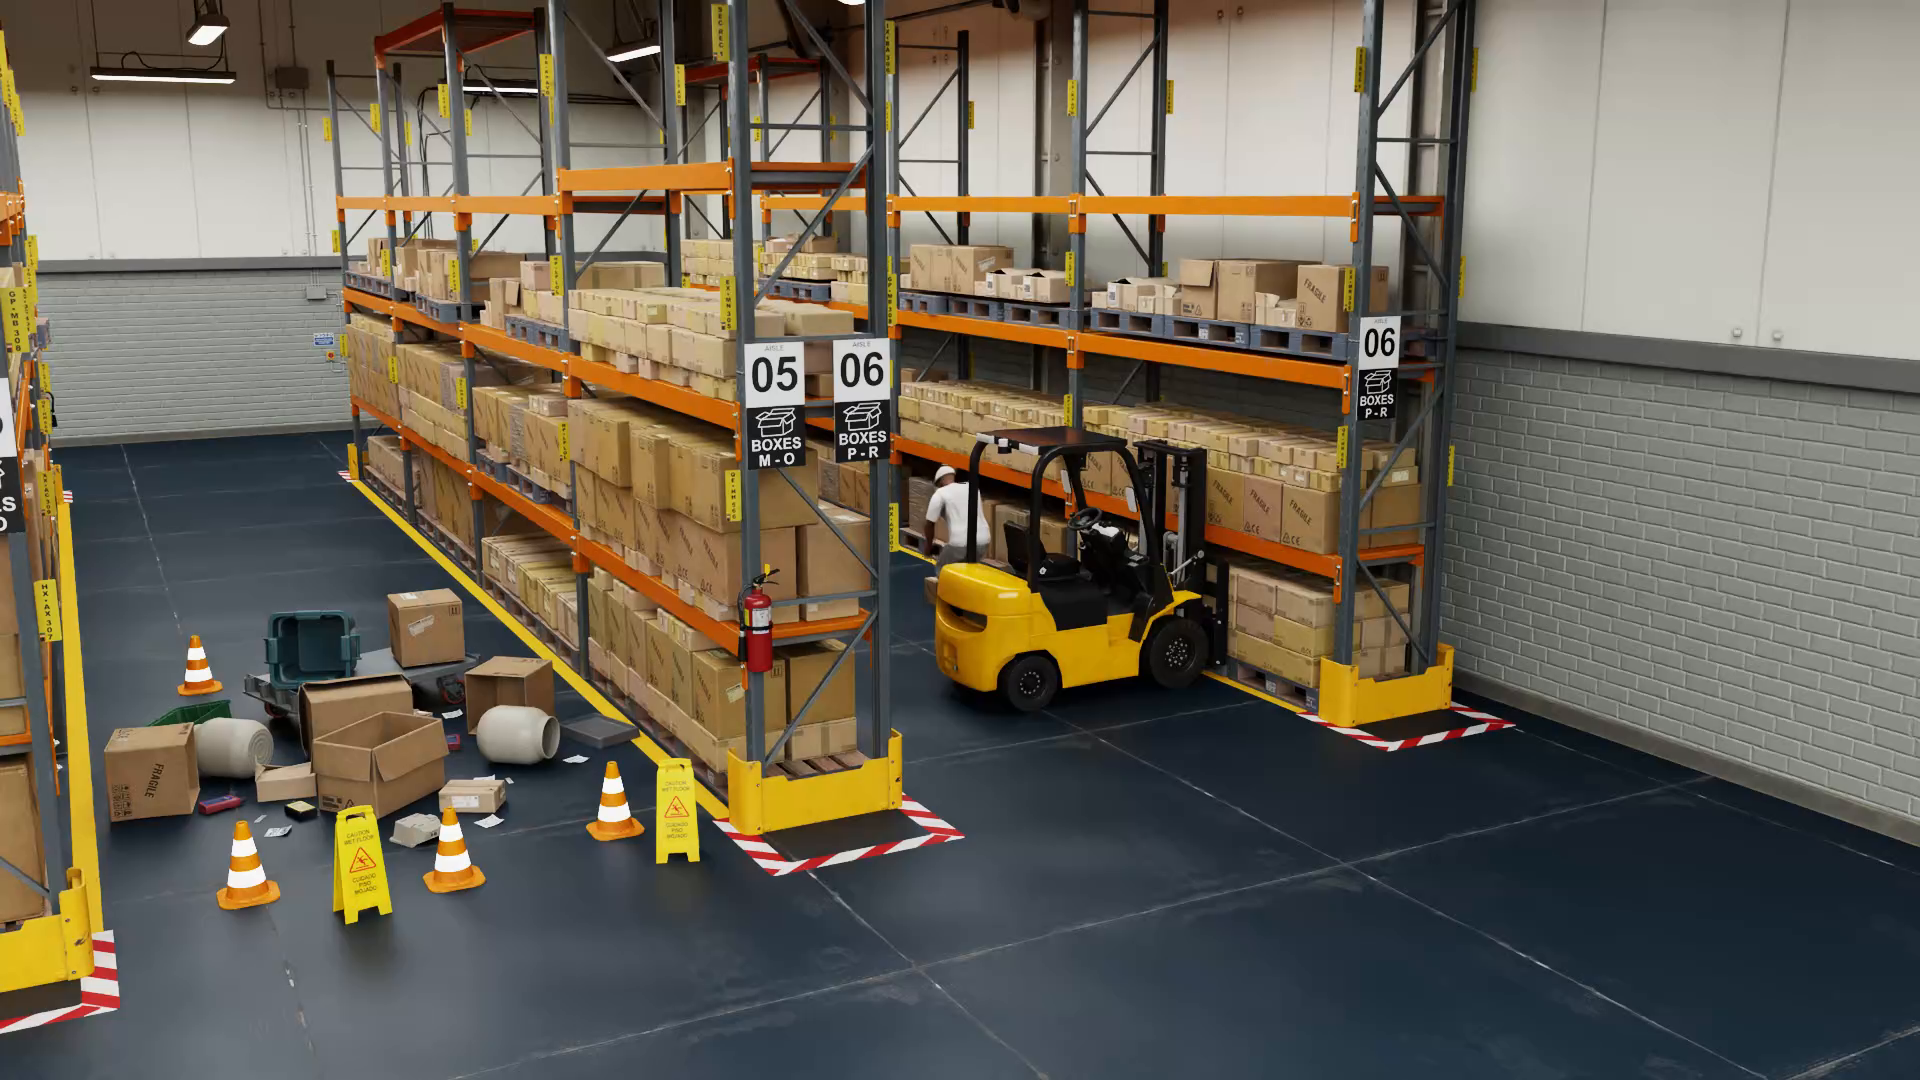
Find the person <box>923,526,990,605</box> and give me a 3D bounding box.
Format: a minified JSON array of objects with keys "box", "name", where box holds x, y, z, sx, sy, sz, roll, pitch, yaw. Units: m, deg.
[{"box":[-0.071,0.352,16.776,0.540,0.871,0.940,-6,13,-27],"name":"person"}]
